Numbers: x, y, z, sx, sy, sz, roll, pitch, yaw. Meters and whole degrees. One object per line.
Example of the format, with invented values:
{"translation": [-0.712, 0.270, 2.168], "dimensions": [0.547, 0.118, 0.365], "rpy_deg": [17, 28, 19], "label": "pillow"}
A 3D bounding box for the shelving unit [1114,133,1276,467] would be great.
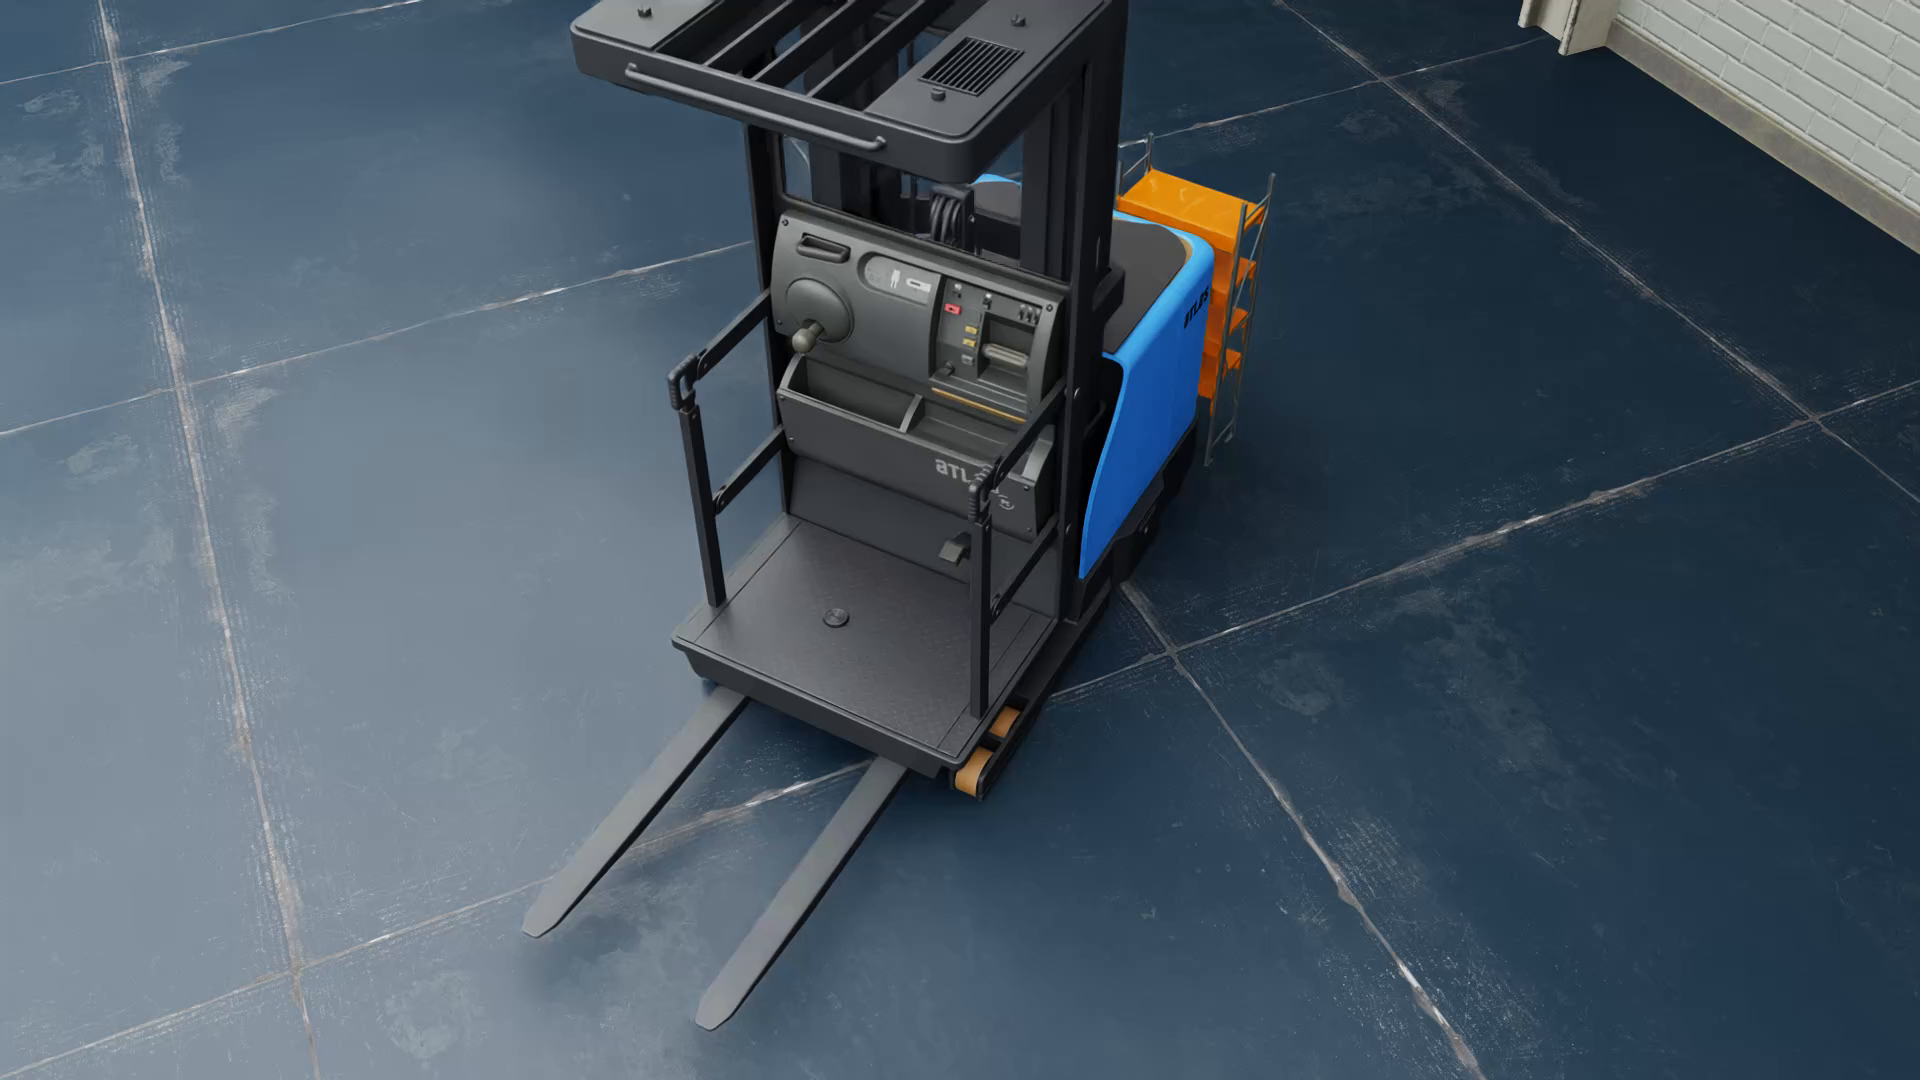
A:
{"translation": [0.831, -0.883, 6.288], "dimensions": [0.503, 1.200, 0.258], "rpy_deg": [25, 49, 23], "label": "shelving unit"}

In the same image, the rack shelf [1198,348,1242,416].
{"translation": [0.829, -0.692, 6.473], "dimensions": [0.480, 0.148, 0.258], "rpy_deg": [25, 49, 23], "label": "rack shelf"}

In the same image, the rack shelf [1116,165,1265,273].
{"translation": [0.834, -1.165, 6.015], "dimensions": [0.480, 0.148, 0.258], "rpy_deg": [25, 49, 23], "label": "rack shelf"}

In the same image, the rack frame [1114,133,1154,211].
{"translation": [0.628, -0.978, 6.384], "dimensions": [0.015, 1.200, 0.240], "rpy_deg": [25, 49, 23], "label": "rack frame"}

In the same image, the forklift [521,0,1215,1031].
{"translation": [-0.247, -0.580, 4.751], "dimensions": [1.130, 2.935, 3.031], "rpy_deg": [21, 48, 20], "label": "forklift"}

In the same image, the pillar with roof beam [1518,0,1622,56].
{"translation": [-0.628, -4.685, 4.591], "dimensions": [9.100, 9.000, 0.400], "rpy_deg": [-18, 47, -17], "label": "pillar with roof beam"}

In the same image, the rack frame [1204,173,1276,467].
{"translation": [1.035, -0.788, 6.192], "dimensions": [0.015, 1.200, 0.240], "rpy_deg": [25, 49, 23], "label": "rack frame"}

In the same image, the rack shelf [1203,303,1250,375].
{"translation": [0.831, -0.835, 6.335], "dimensions": [0.480, 0.148, 0.258], "rpy_deg": [25, 49, 23], "label": "rack shelf"}

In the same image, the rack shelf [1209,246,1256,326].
{"translation": [0.832, -0.995, 6.179], "dimensions": [0.480, 0.148, 0.258], "rpy_deg": [25, 49, 23], "label": "rack shelf"}
